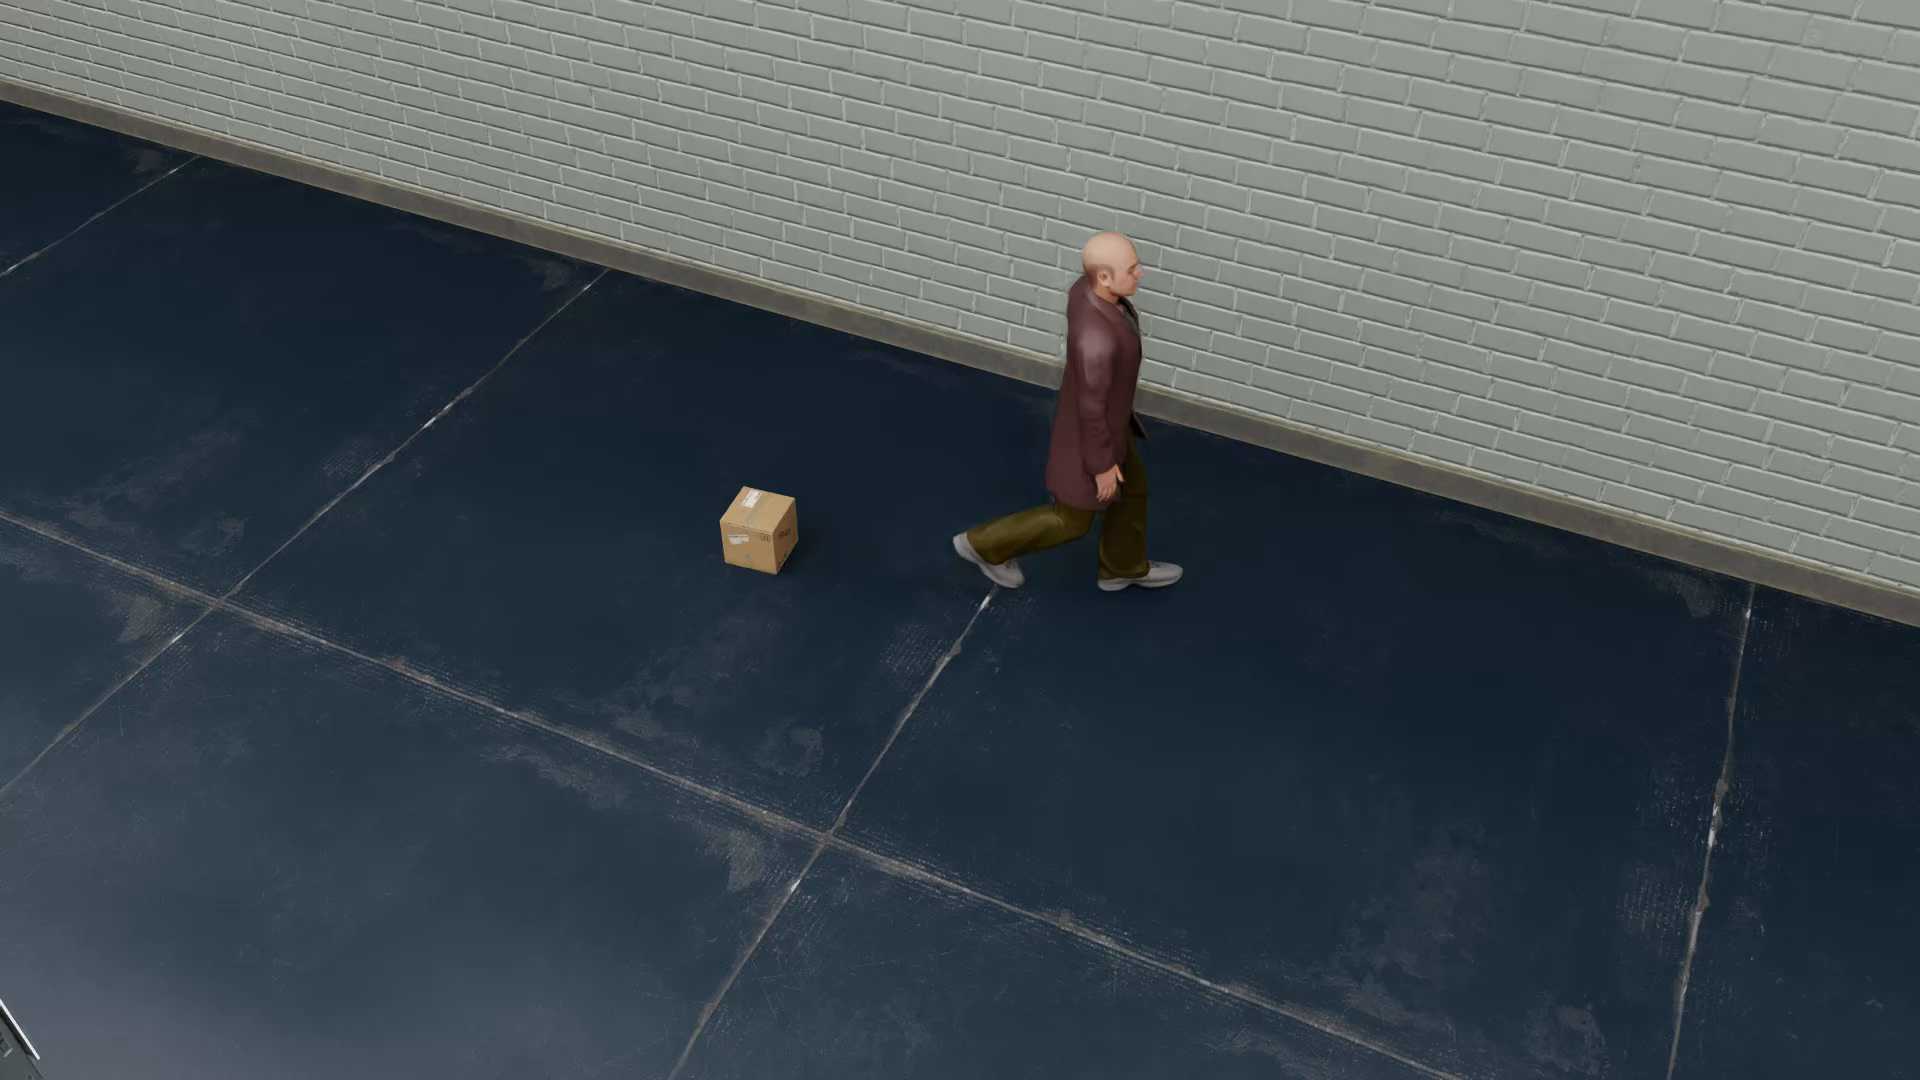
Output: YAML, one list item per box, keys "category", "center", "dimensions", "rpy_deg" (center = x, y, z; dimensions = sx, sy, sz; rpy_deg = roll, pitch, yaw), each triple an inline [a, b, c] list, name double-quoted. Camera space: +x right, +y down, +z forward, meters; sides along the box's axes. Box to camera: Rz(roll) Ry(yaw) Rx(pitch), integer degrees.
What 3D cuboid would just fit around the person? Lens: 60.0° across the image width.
- category: "person"
  center: [0.468, -0.369, 6.729]
  dimensions: [0.989, 1.549, 0.602]
  rpy_deg: [4, 42, 4]
